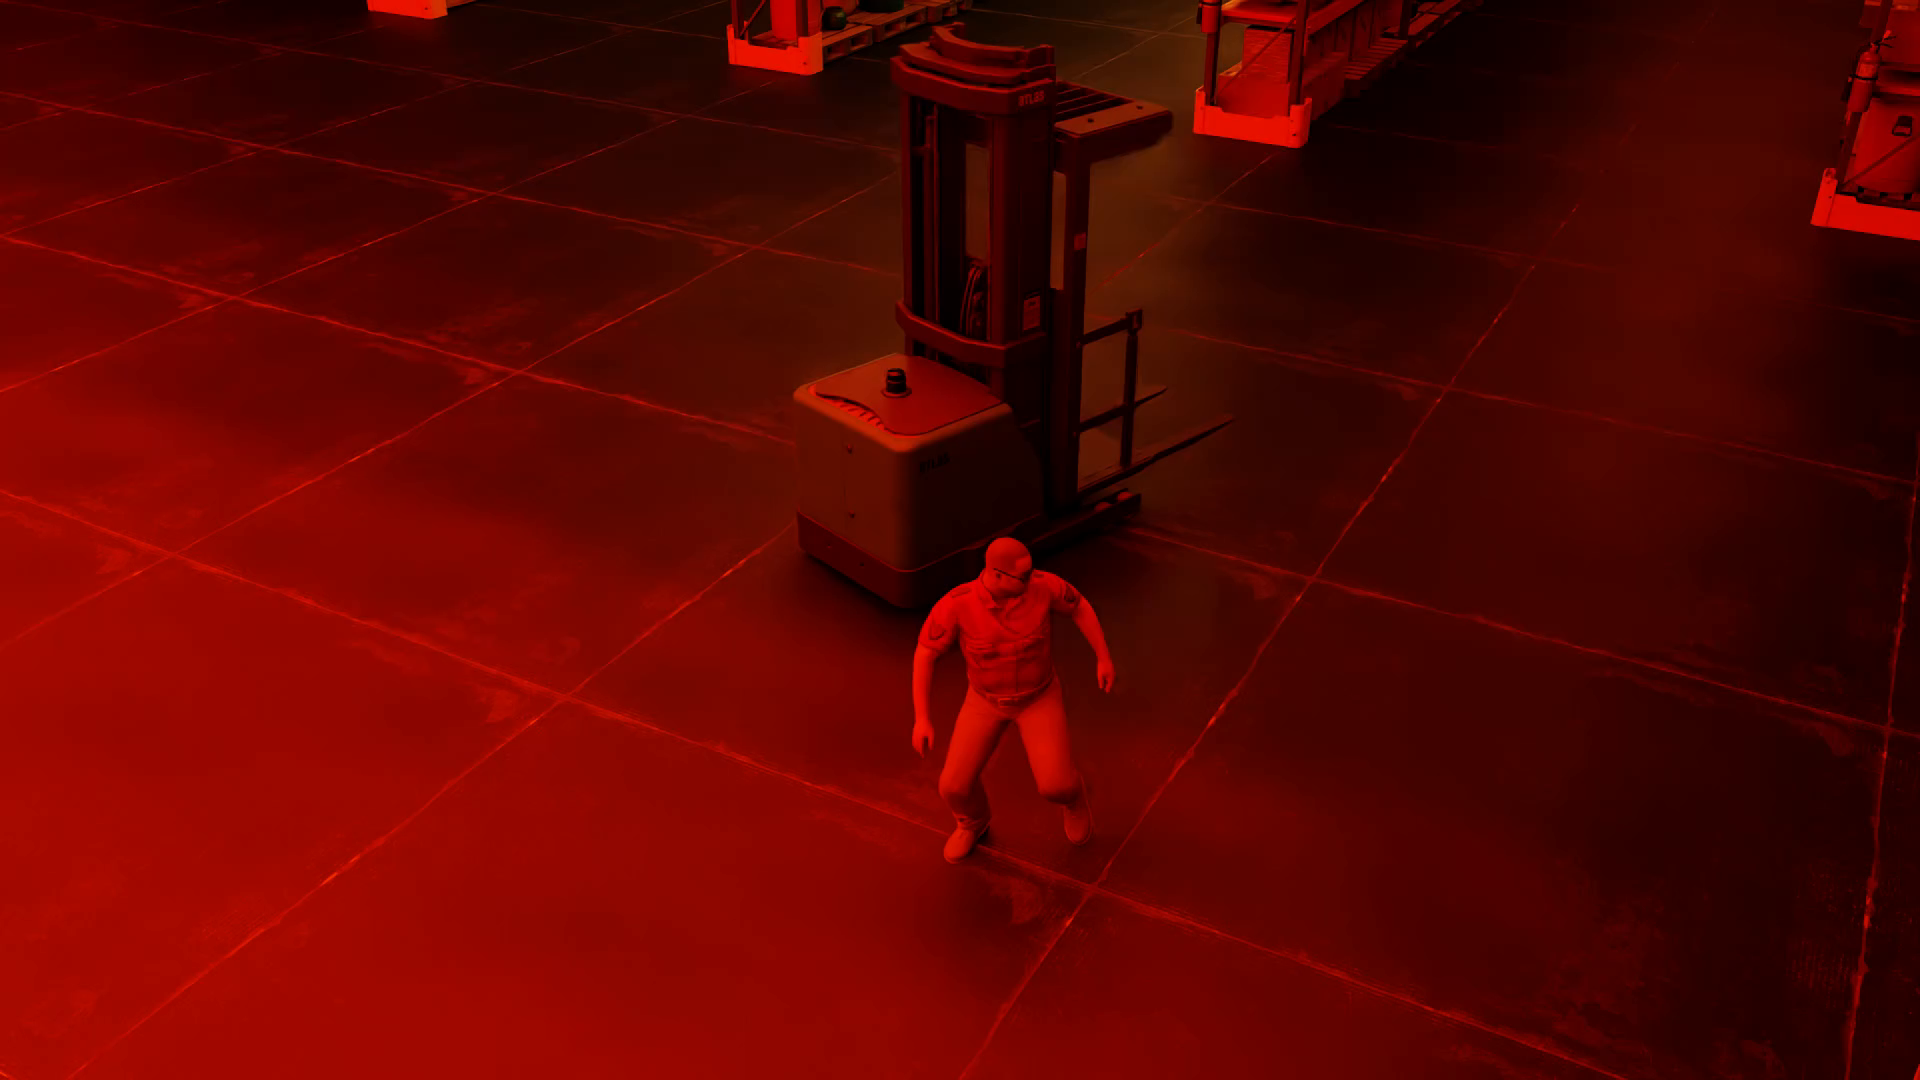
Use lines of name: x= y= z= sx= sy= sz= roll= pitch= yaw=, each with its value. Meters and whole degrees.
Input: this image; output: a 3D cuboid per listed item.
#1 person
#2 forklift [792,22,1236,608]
person: x=0.236 y=0.700 z=7.201 sx=0.857 sy=1.625 sz=0.562 roll=3 pitch=30 yaw=5
forklift: x=0.474 y=-1.507 z=9.682 sx=3.031 sy=2.935 sz=1.130 roll=-24 pitch=38 yaw=-35
